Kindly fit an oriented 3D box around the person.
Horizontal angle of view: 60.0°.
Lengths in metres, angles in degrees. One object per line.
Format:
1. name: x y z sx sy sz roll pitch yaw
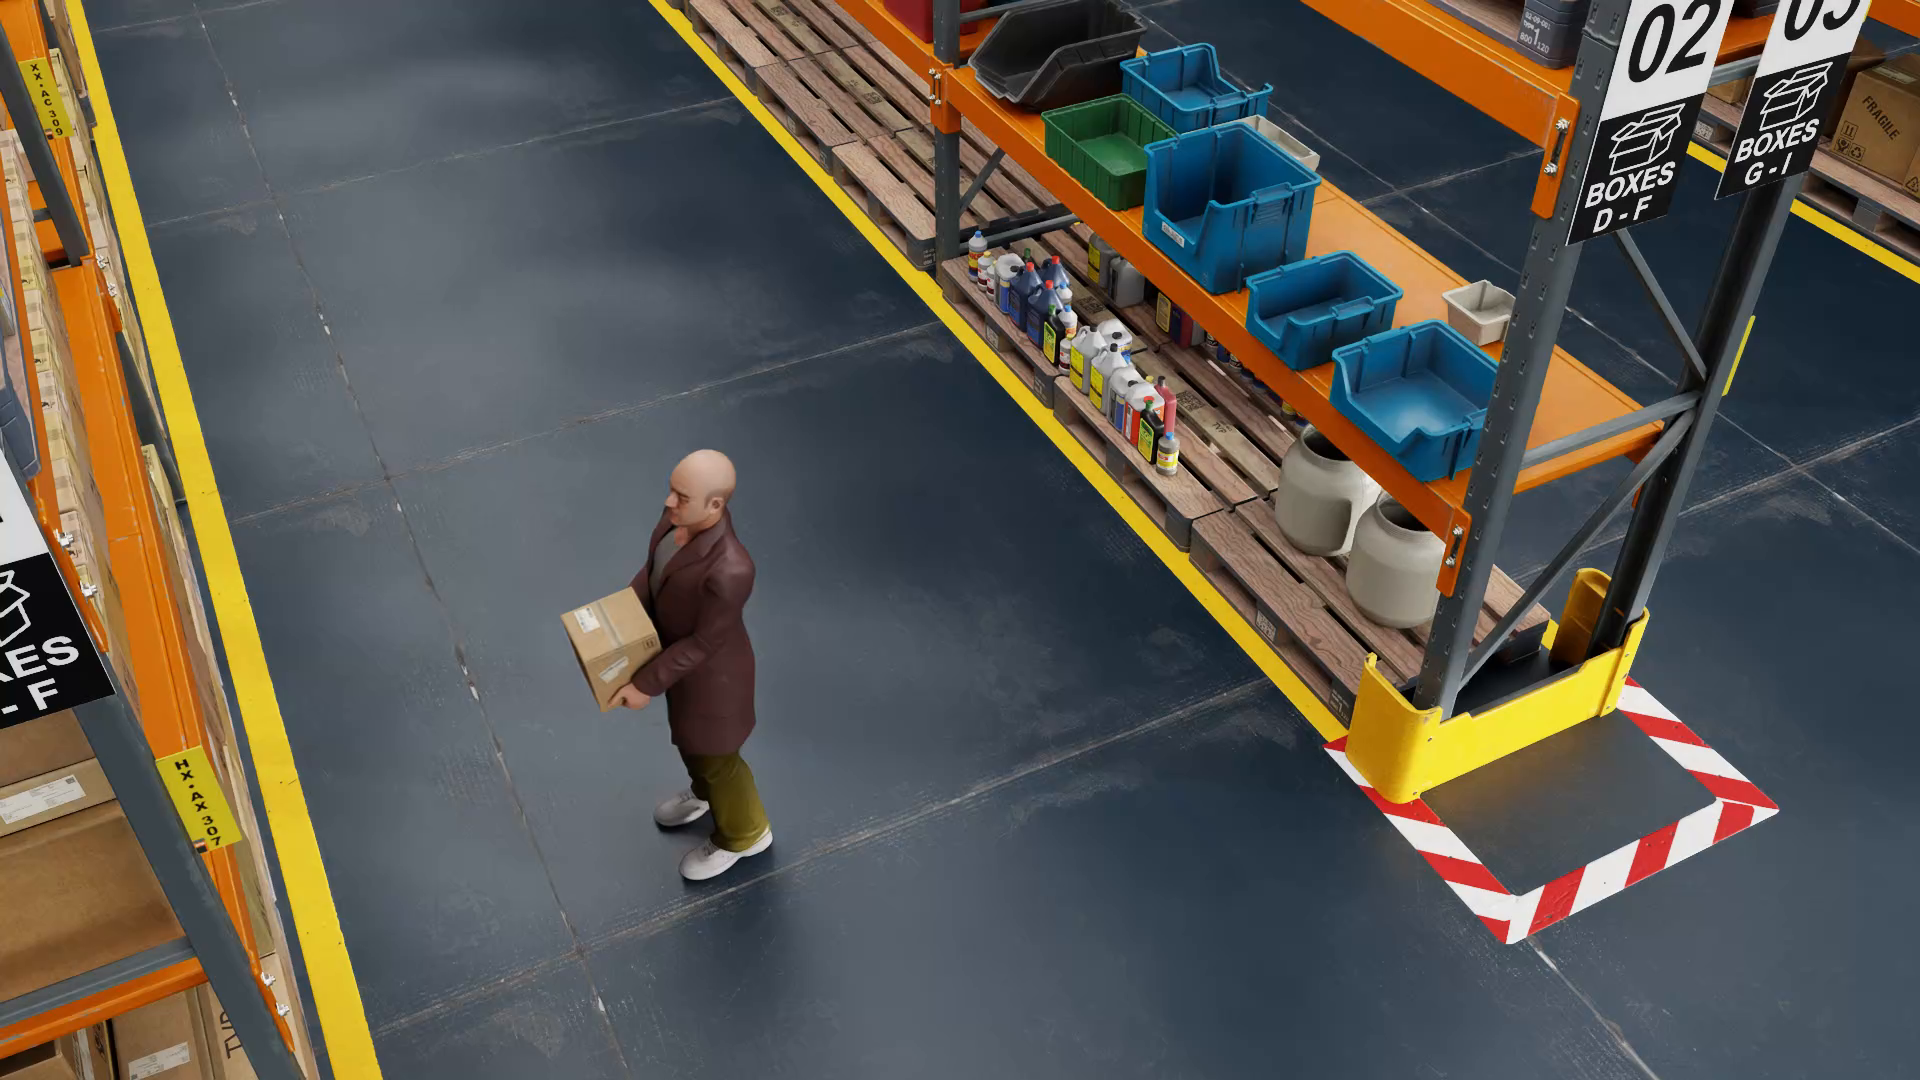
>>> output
1. person: -0.961 0.451 5.649 0.554 1.769 0.530 -19 44 -20
